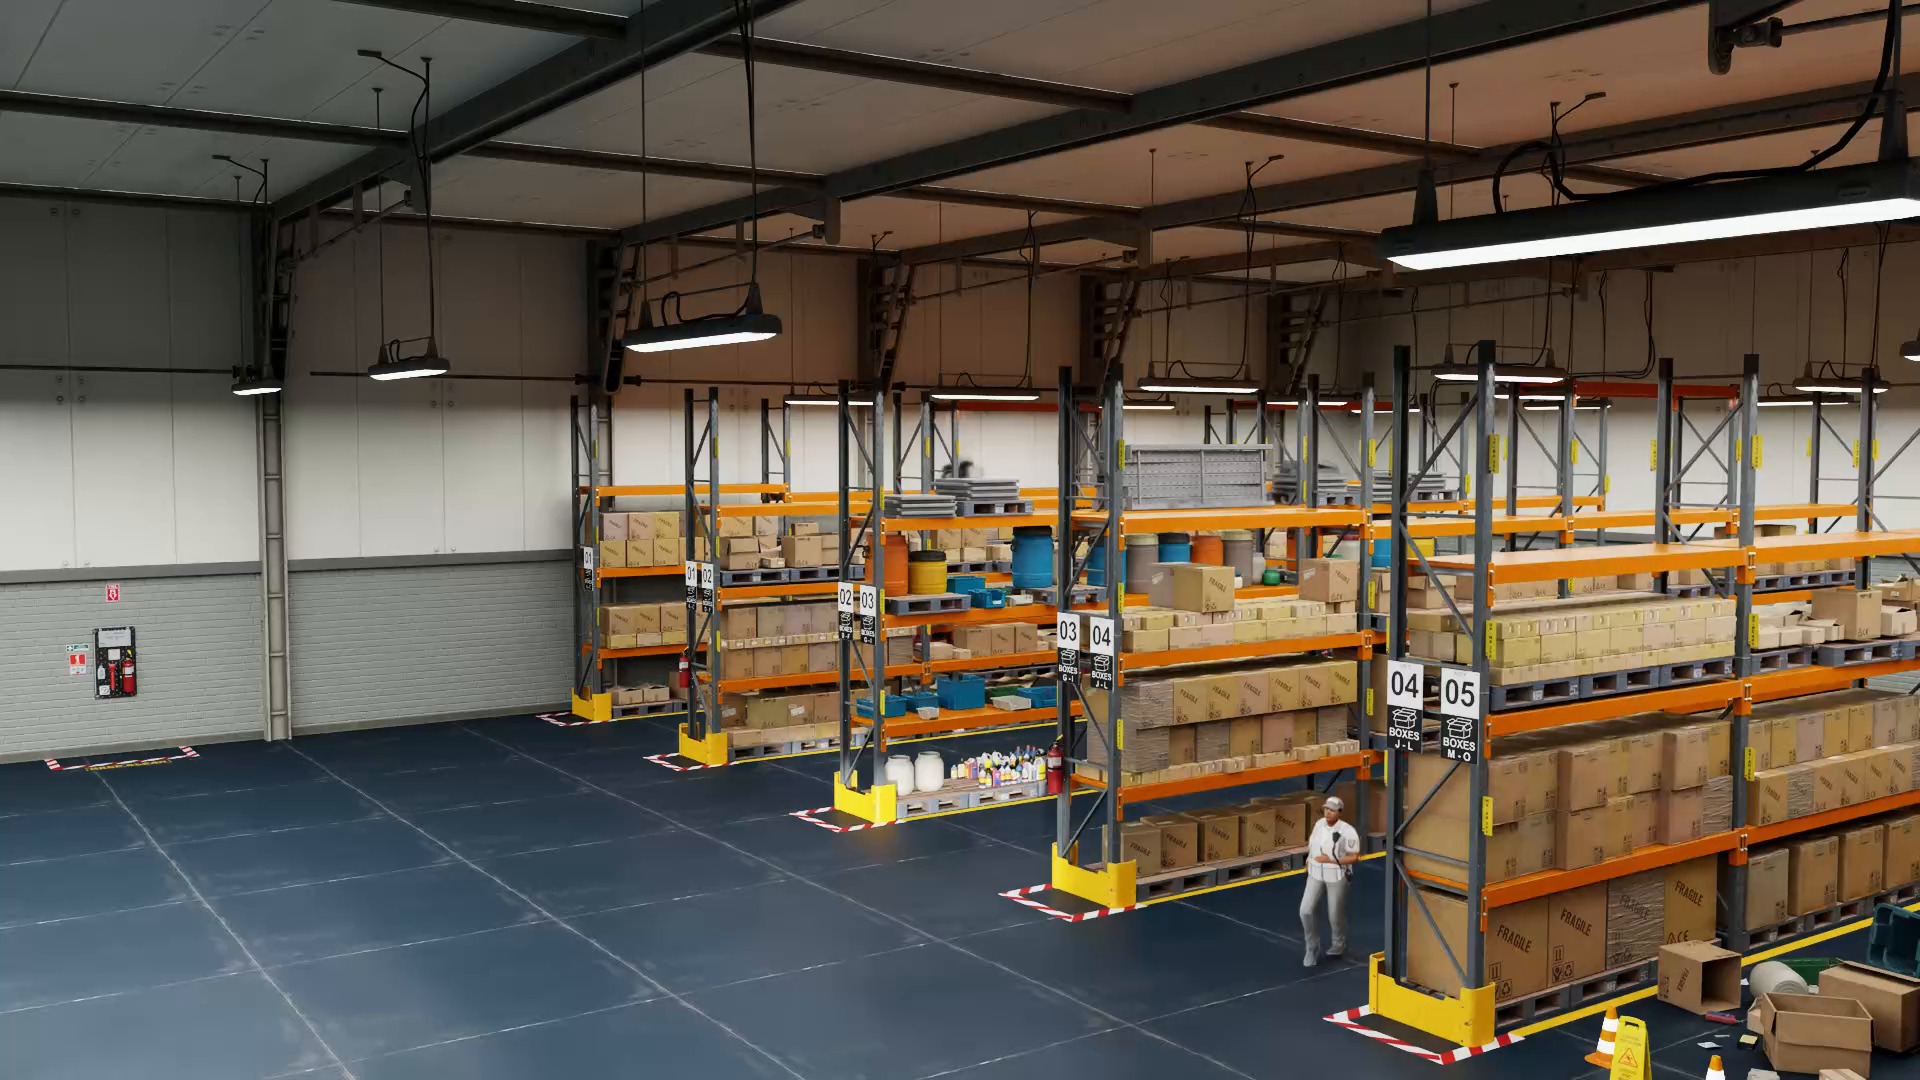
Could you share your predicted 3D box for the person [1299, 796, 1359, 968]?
[{"bbox_3d":[3.668,3.367,16.393,0.595,1.710,0.680,2,4,34],"label":"person"}]
